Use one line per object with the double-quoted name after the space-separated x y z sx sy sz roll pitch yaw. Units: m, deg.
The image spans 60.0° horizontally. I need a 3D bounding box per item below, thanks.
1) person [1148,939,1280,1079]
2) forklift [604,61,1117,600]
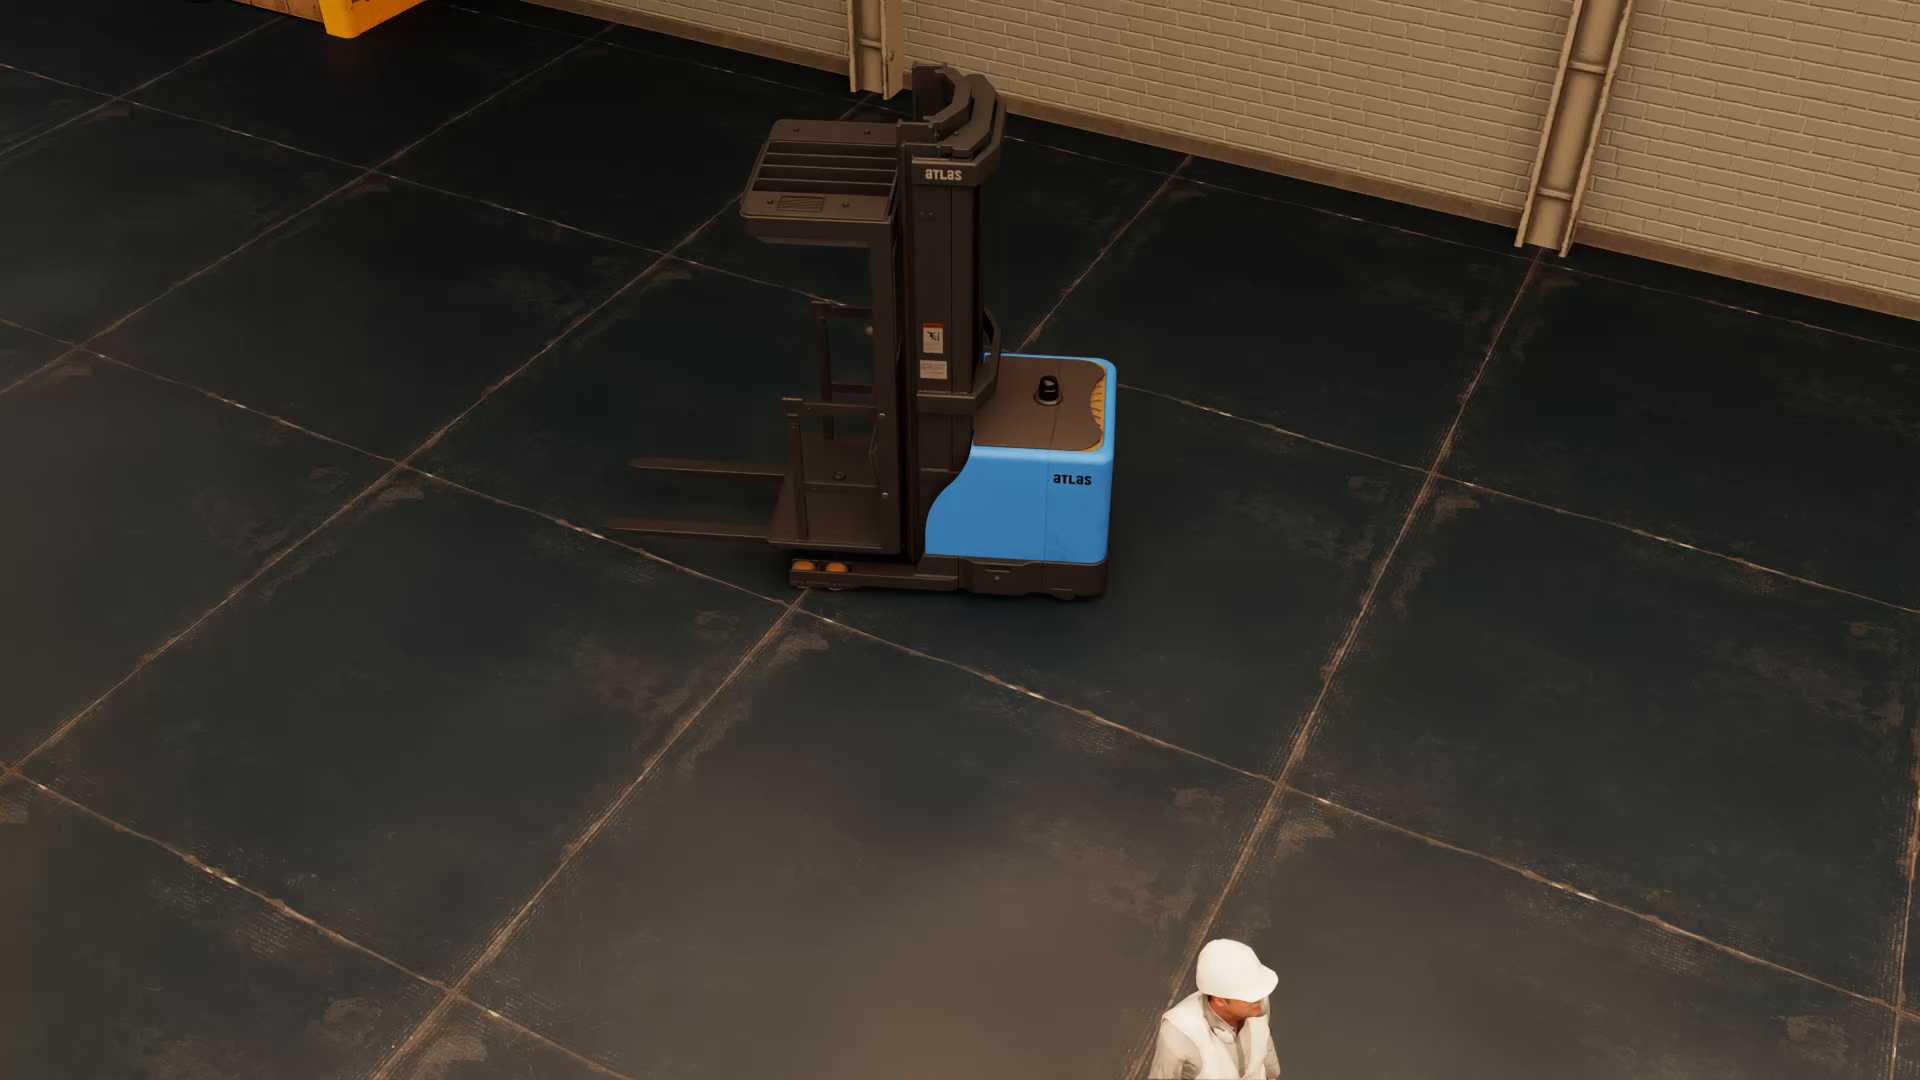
1.004 2.196 6.266 0.632 1.773 0.569 -28 48 -29 "person"
-0.606 -1.157 9.360 3.031 2.935 1.130 3 40 4 "forklift"
